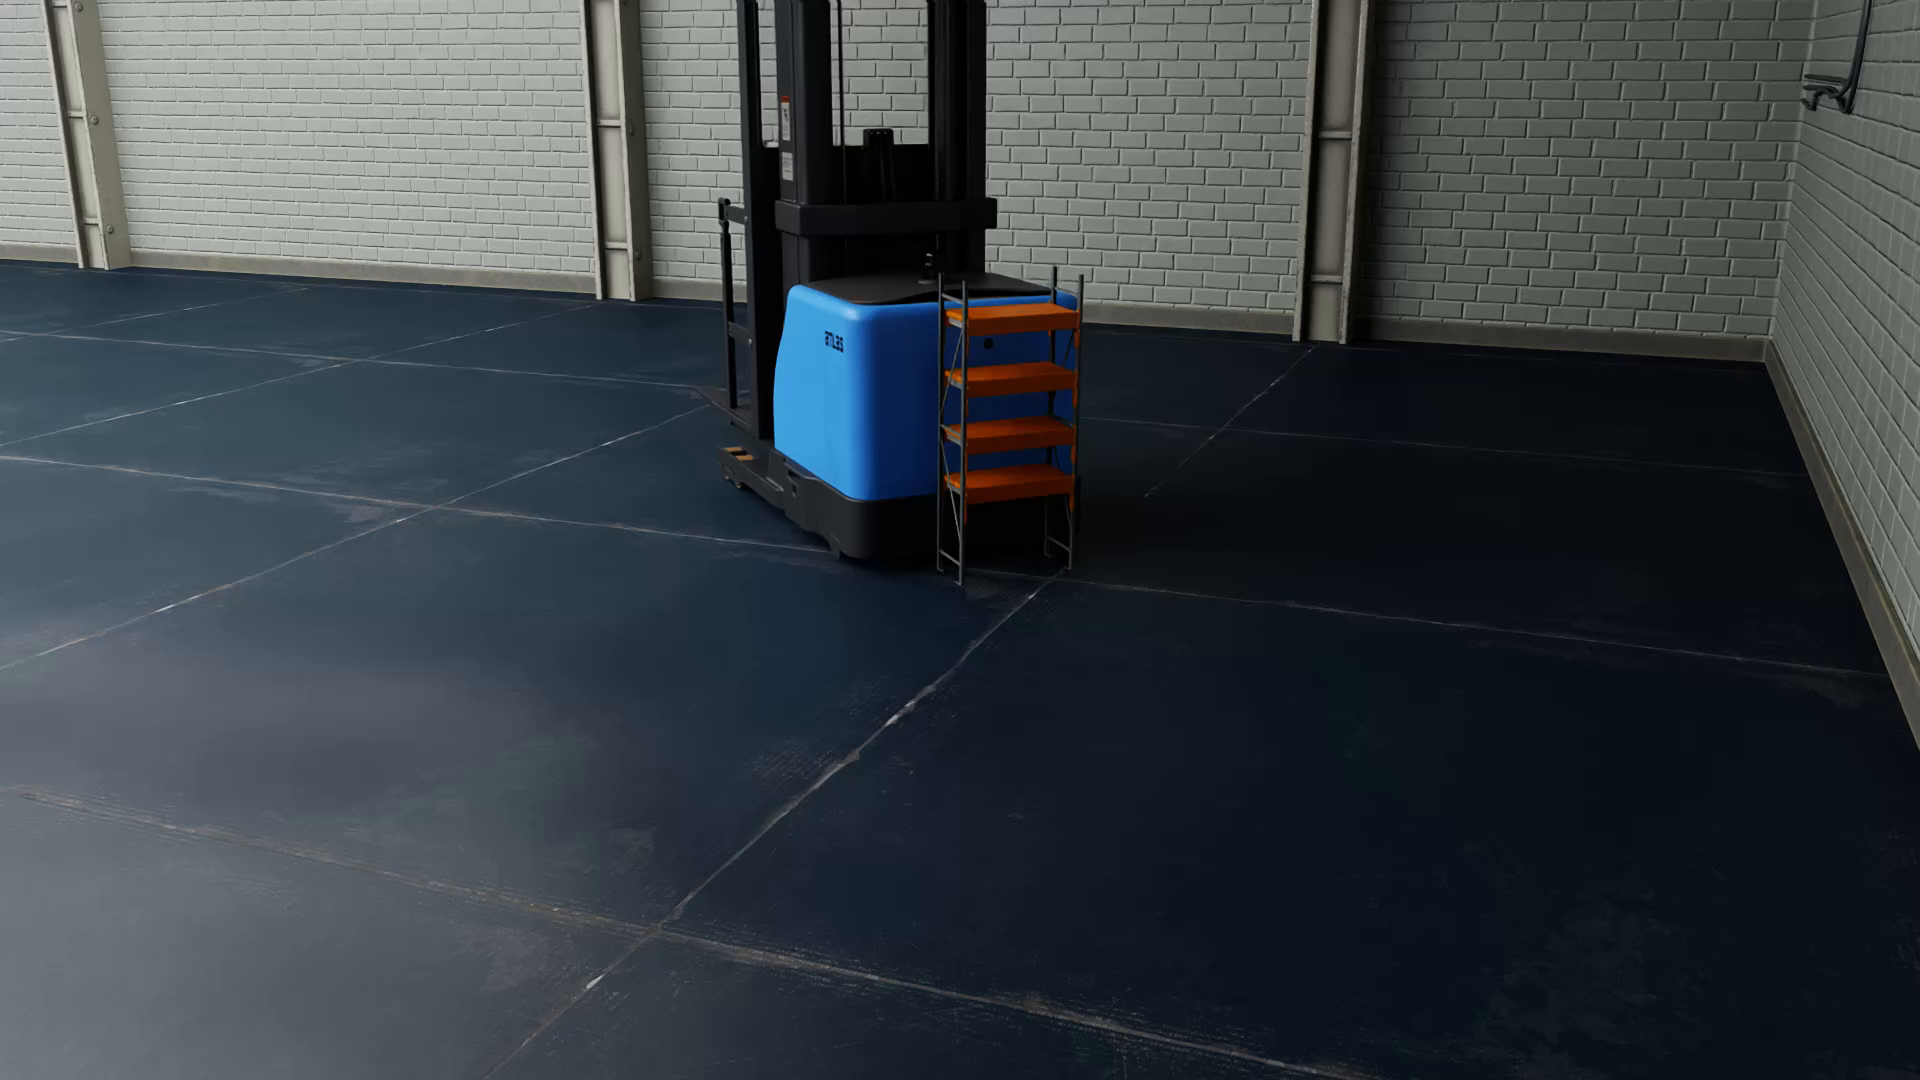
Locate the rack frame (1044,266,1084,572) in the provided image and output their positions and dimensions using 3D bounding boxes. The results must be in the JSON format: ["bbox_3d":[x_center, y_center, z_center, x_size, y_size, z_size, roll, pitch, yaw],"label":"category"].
[{"bbox_3d":[0.412,-0.478,6.655,0.015,1.200,0.240,-7,19,-23],"label":"rack frame"}]

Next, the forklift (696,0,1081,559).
[{"bbox_3d":[-0.551,-1.697,7.761,1.130,2.935,3.031,-7,18,-23],"label":"forklift"}]

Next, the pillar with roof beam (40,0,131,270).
[{"bbox_3d":[-10.059,-5.918,11.418,0.400,9.000,9.100,6,17,21],"label":"pillar with roof beam"}]

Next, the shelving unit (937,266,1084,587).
[{"bbox_3d":[0.190,-0.450,6.558,0.503,1.200,0.258,-7,19,-23],"label":"shelving unit"}]

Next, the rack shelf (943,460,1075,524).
[{"bbox_3d":[0.187,-0.197,6.639,0.480,0.148,0.258,-7,19,-23],"label":"rack shelf"}]

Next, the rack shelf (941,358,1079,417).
[{"bbox_3d":[0.192,-0.599,6.511,0.480,0.148,0.258,-7,19,-23],"label":"rack shelf"}]

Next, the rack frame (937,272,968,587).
[{"bbox_3d":[-0.032,-0.422,6.461,0.015,1.200,0.240,-7,19,-23],"label":"rack frame"}]

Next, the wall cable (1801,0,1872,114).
[{"bbox_3d":[4.939,-3.671,9.249,0.112,2.526,3.097,6,17,21],"label":"wall cable"}]

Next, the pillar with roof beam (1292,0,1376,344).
[{"bbox_3d":[1.105,-4.690,7.189,0.400,9.000,9.100,6,17,21],"label":"pillar with roof beam"}]

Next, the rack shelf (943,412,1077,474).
[{"bbox_3d":[0.190,-0.386,6.579,0.480,0.148,0.258,-7,19,-23],"label":"rack shelf"}]

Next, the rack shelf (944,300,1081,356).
[{"bbox_3d":[0.195,-0.824,6.439,0.480,0.148,0.258,-7,19,-23],"label":"rack shelf"}]

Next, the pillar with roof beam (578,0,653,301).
[{"bbox_3d":[-4.477,-5.304,9.304,0.400,9.000,9.100,6,17,21],"label":"pillar with roof beam"}]
